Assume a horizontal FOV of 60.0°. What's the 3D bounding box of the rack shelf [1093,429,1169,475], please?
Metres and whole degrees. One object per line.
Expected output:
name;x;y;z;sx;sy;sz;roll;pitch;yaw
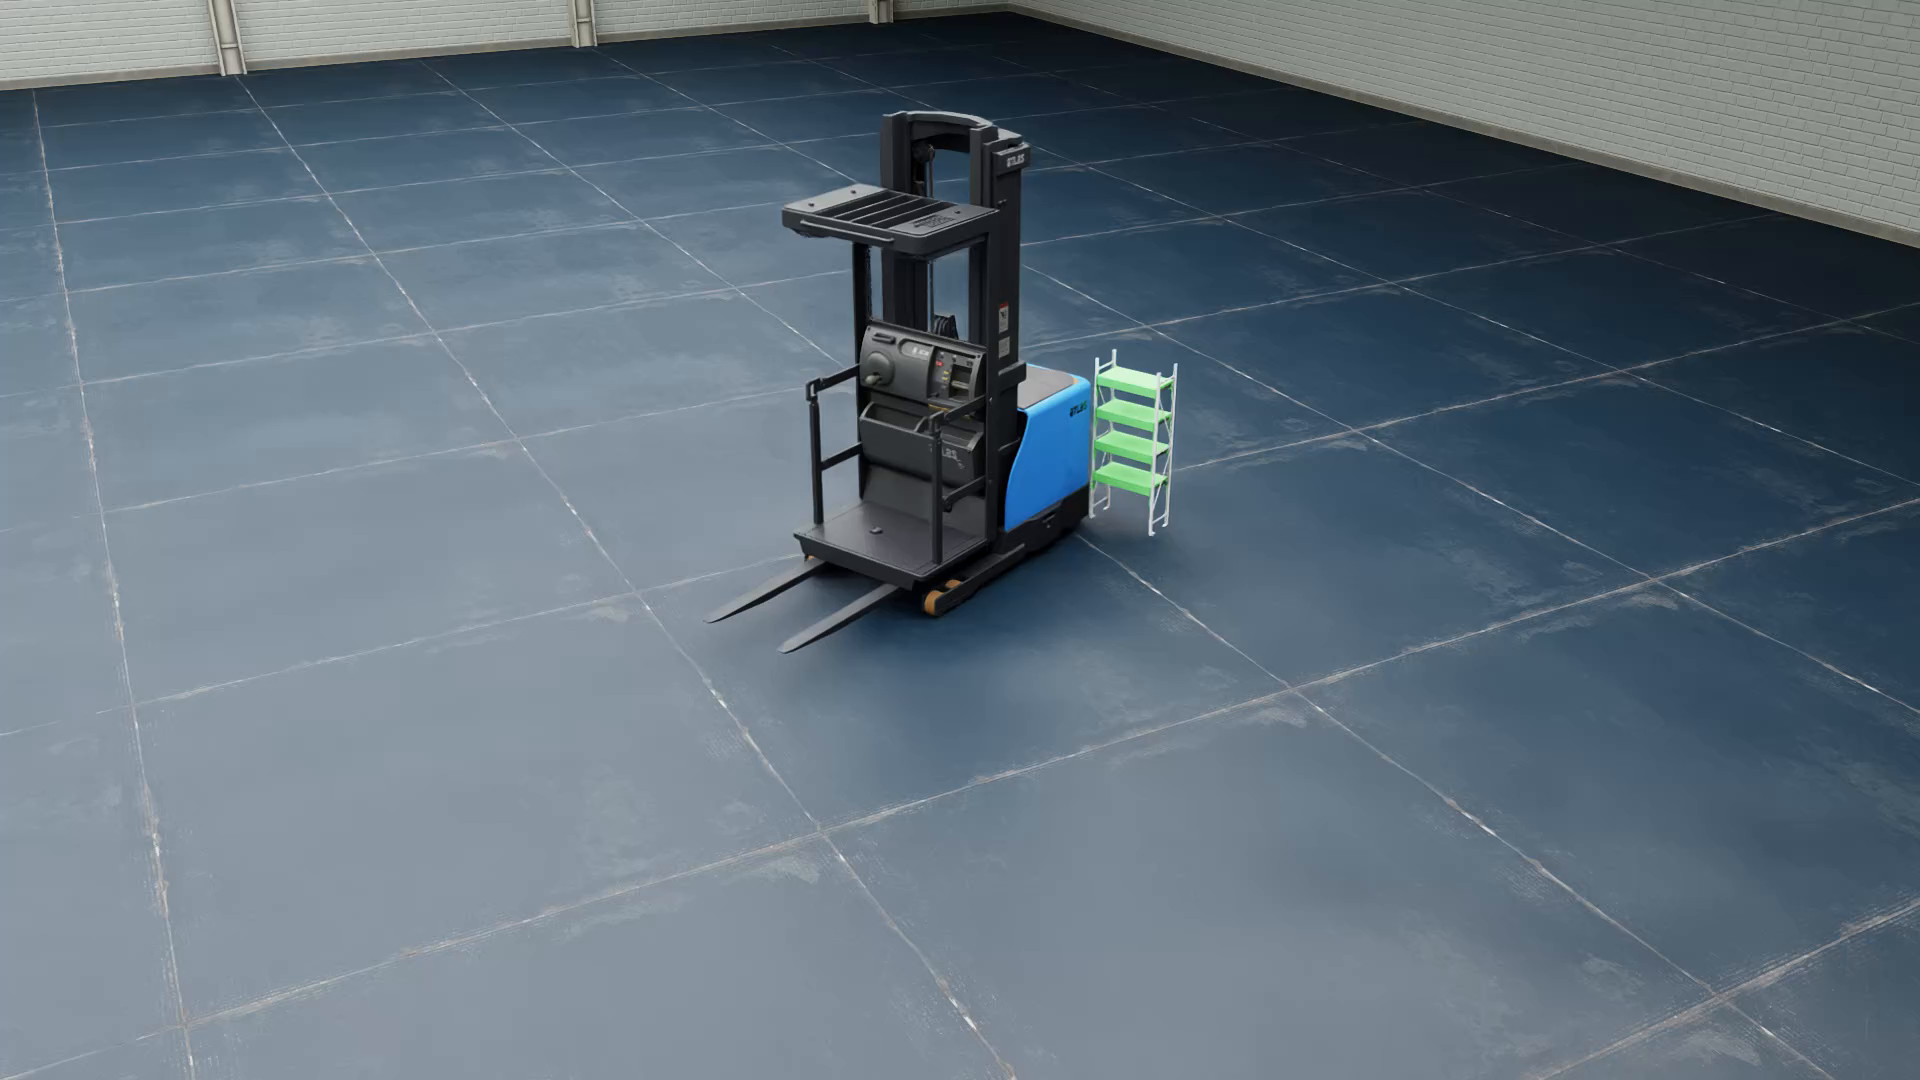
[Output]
rack shelf;1.200;-0.619;11.603;0.480;0.148;0.258;18;31;33

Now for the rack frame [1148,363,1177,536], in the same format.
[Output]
rack frame;1.395;-0.613;11.442;0.015;1.200;0.240;18;31;33

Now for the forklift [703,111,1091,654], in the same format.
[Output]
forklift;-0.377;-1.074;10.402;1.130;2.935;3.031;18;31;33

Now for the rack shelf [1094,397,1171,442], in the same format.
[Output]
rack shelf;1.200;-0.835;11.499;0.480;0.148;0.258;18;31;33

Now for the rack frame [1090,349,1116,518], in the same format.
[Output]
rack frame;1.006;-0.740;11.708;0.015;1.200;0.240;18;31;33

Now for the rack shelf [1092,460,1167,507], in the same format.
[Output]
rack shelf;1.200;-0.403;11.707;0.480;0.148;0.258;18;31;33

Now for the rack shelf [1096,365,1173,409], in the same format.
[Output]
rack shelf;1.200;-1.052;11.395;0.480;0.148;0.258;18;31;33

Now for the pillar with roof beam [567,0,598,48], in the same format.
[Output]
pillar with roof beam;-4.827;-11.437;24.977;0.400;9.000;9.100;-13;29;-25

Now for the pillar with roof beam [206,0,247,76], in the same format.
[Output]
pillar with roof beam;-10.121;-10.215;22.432;0.400;9.000;9.100;-13;29;-25

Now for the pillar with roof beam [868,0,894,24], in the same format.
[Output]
pillar with roof beam;0.467;-12.659;27.522;0.400;9.000;9.100;-13;29;-25

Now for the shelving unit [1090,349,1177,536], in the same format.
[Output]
shelving unit;1.200;-0.677;11.575;0.503;1.200;0.258;18;31;33
